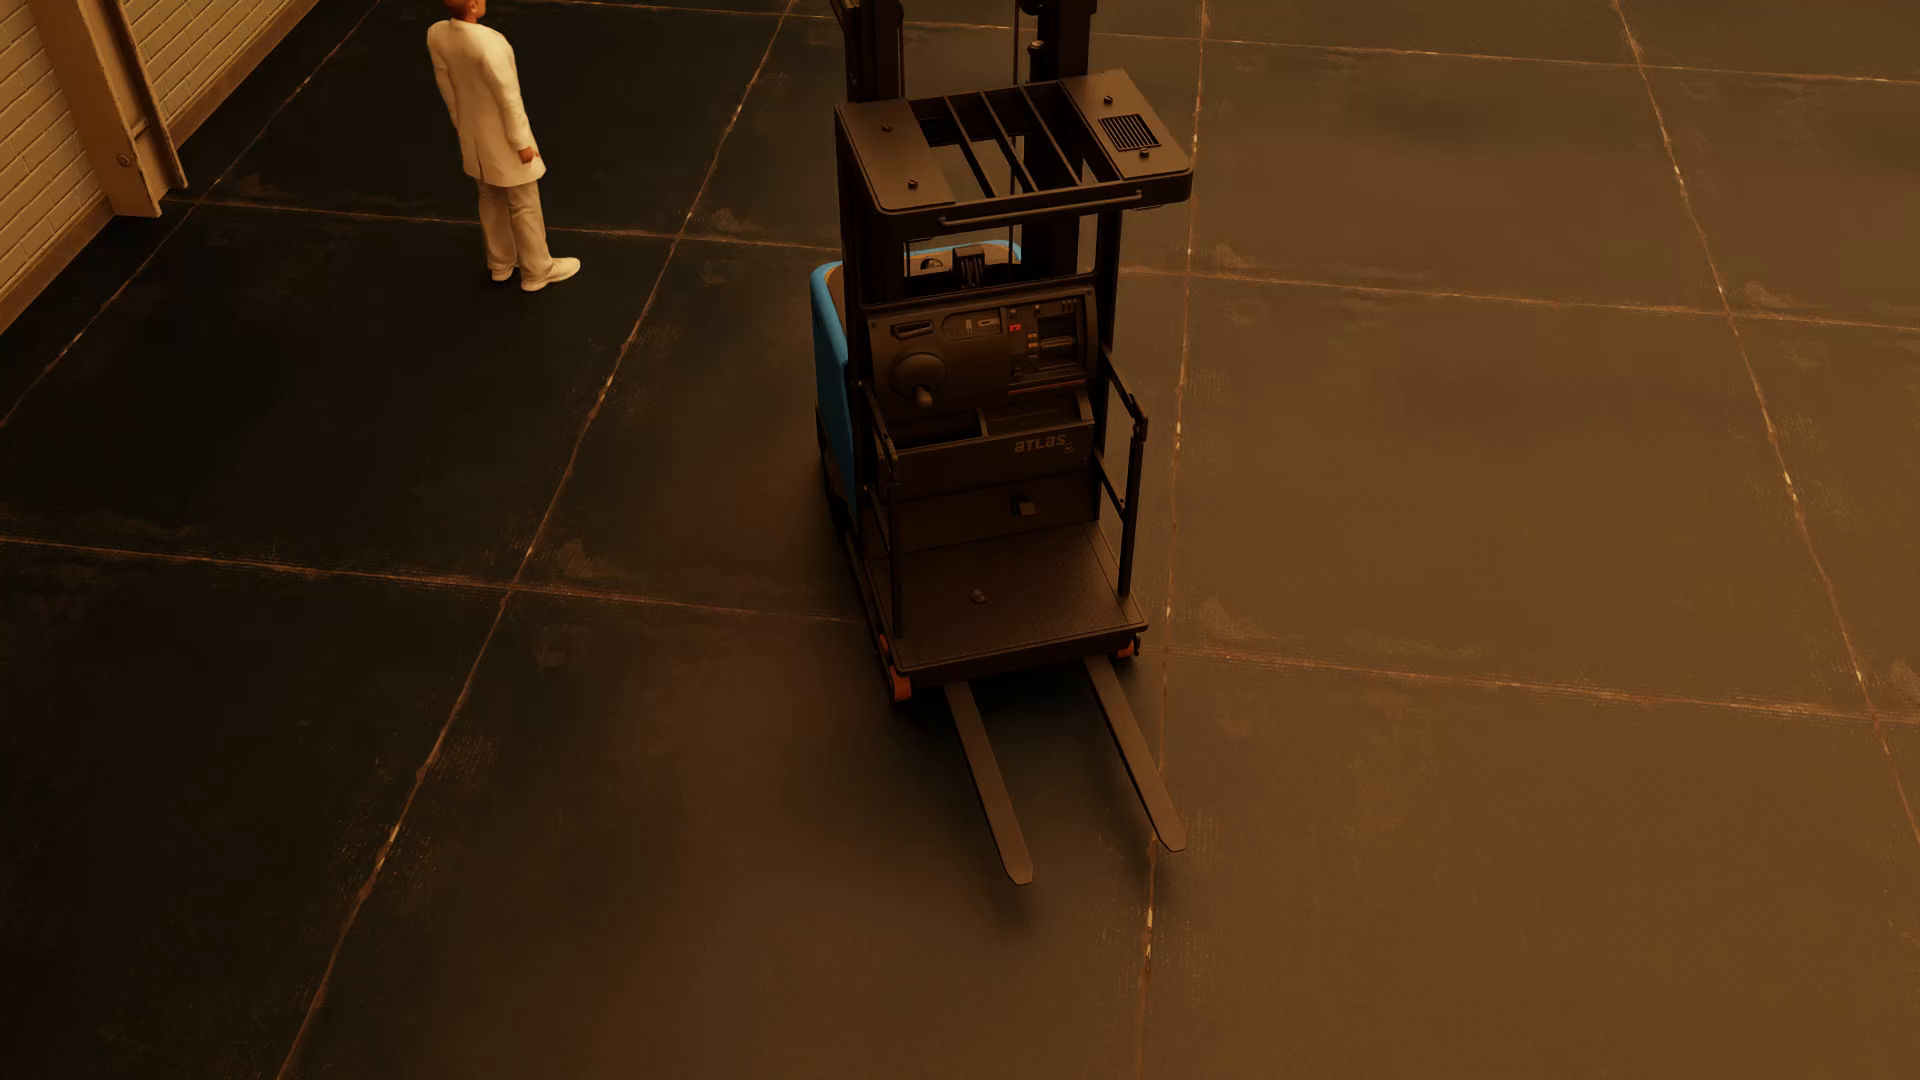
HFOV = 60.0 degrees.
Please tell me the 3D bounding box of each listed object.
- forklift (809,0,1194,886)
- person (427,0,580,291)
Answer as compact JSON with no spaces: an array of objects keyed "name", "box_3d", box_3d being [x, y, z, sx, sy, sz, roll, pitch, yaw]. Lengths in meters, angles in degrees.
[{"name":"forklift","box_3d":[0.153,-0.681,6.465,1.130,2.935,3.031,-10,44,-11]},{"name":"person","box_3d":[-2.487,-2.204,8.973,0.548,1.782,0.386,23,47,23]}]
